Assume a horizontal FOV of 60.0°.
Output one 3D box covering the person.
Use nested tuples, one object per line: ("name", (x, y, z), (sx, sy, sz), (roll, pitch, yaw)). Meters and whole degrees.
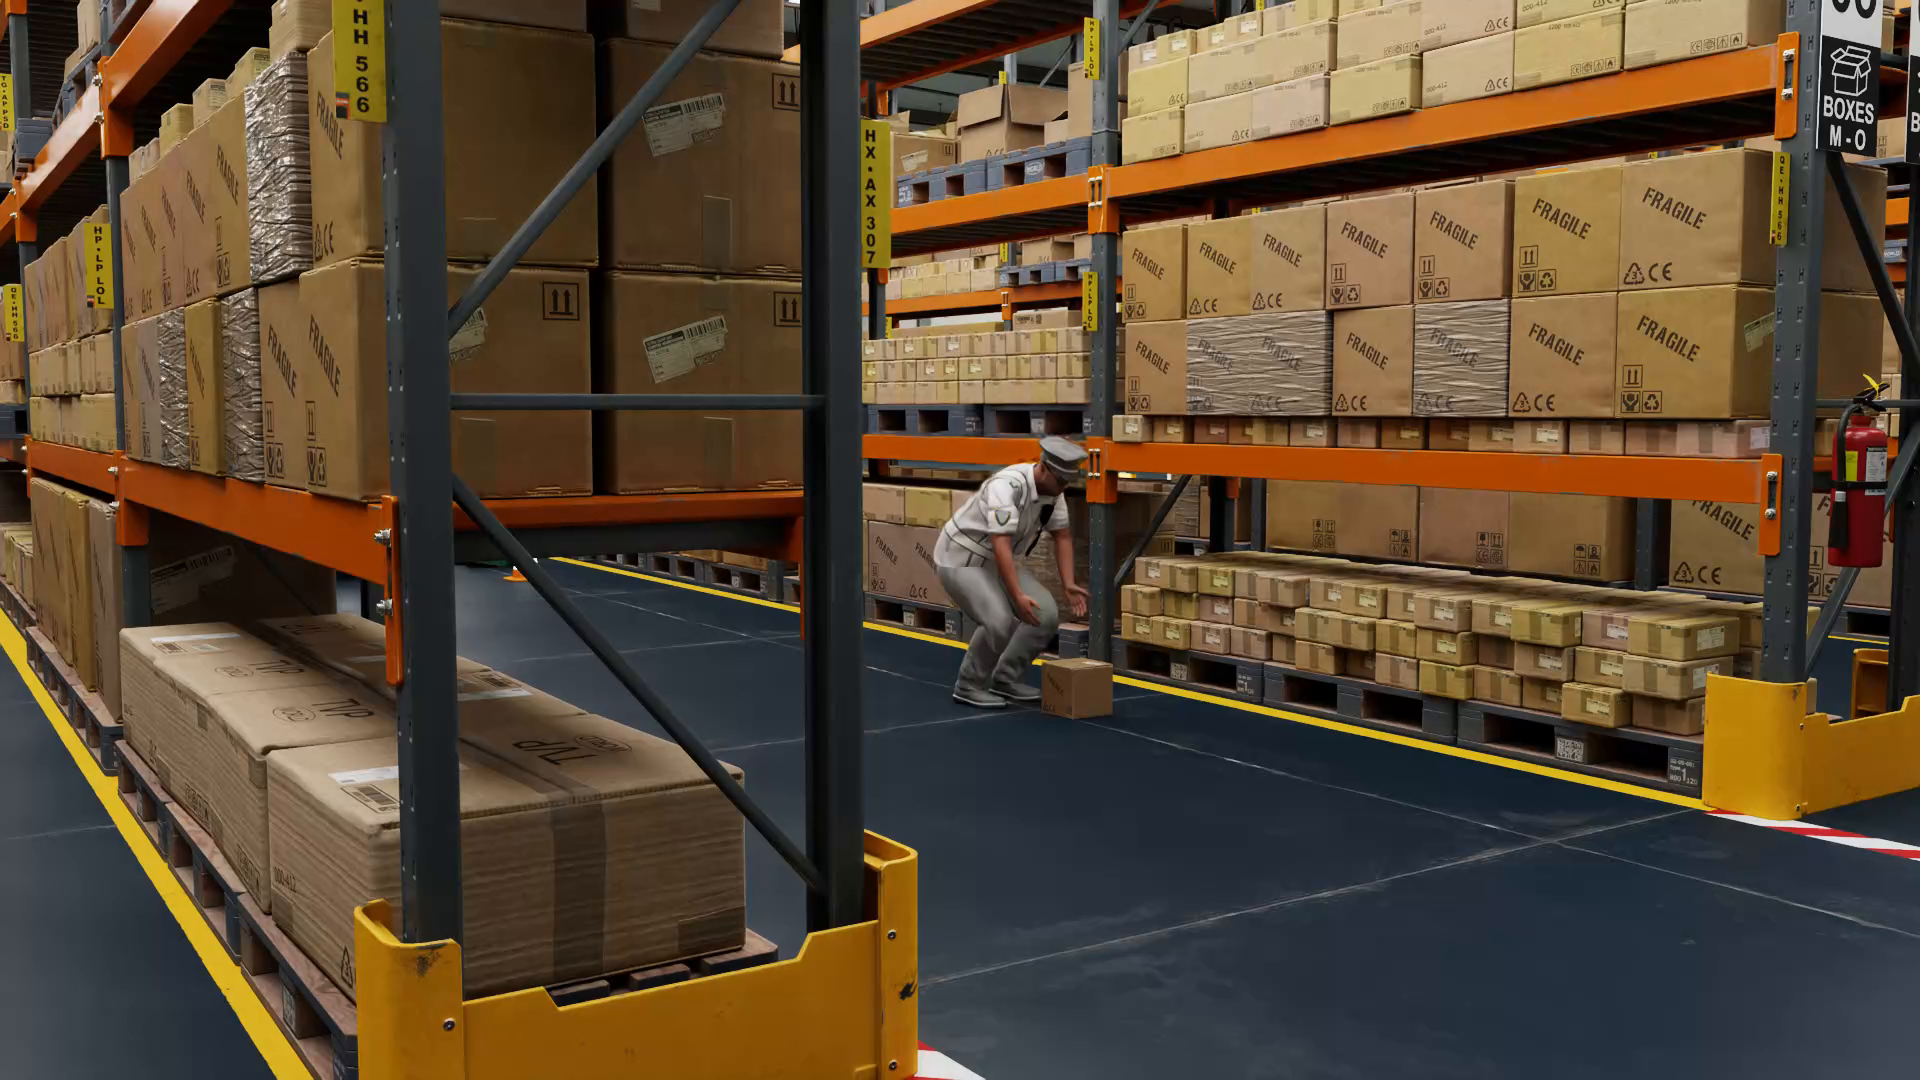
("person", (0.281, 0.158, 8.393), (0.841, 1.345, 0.589), (4, 6, 43))
